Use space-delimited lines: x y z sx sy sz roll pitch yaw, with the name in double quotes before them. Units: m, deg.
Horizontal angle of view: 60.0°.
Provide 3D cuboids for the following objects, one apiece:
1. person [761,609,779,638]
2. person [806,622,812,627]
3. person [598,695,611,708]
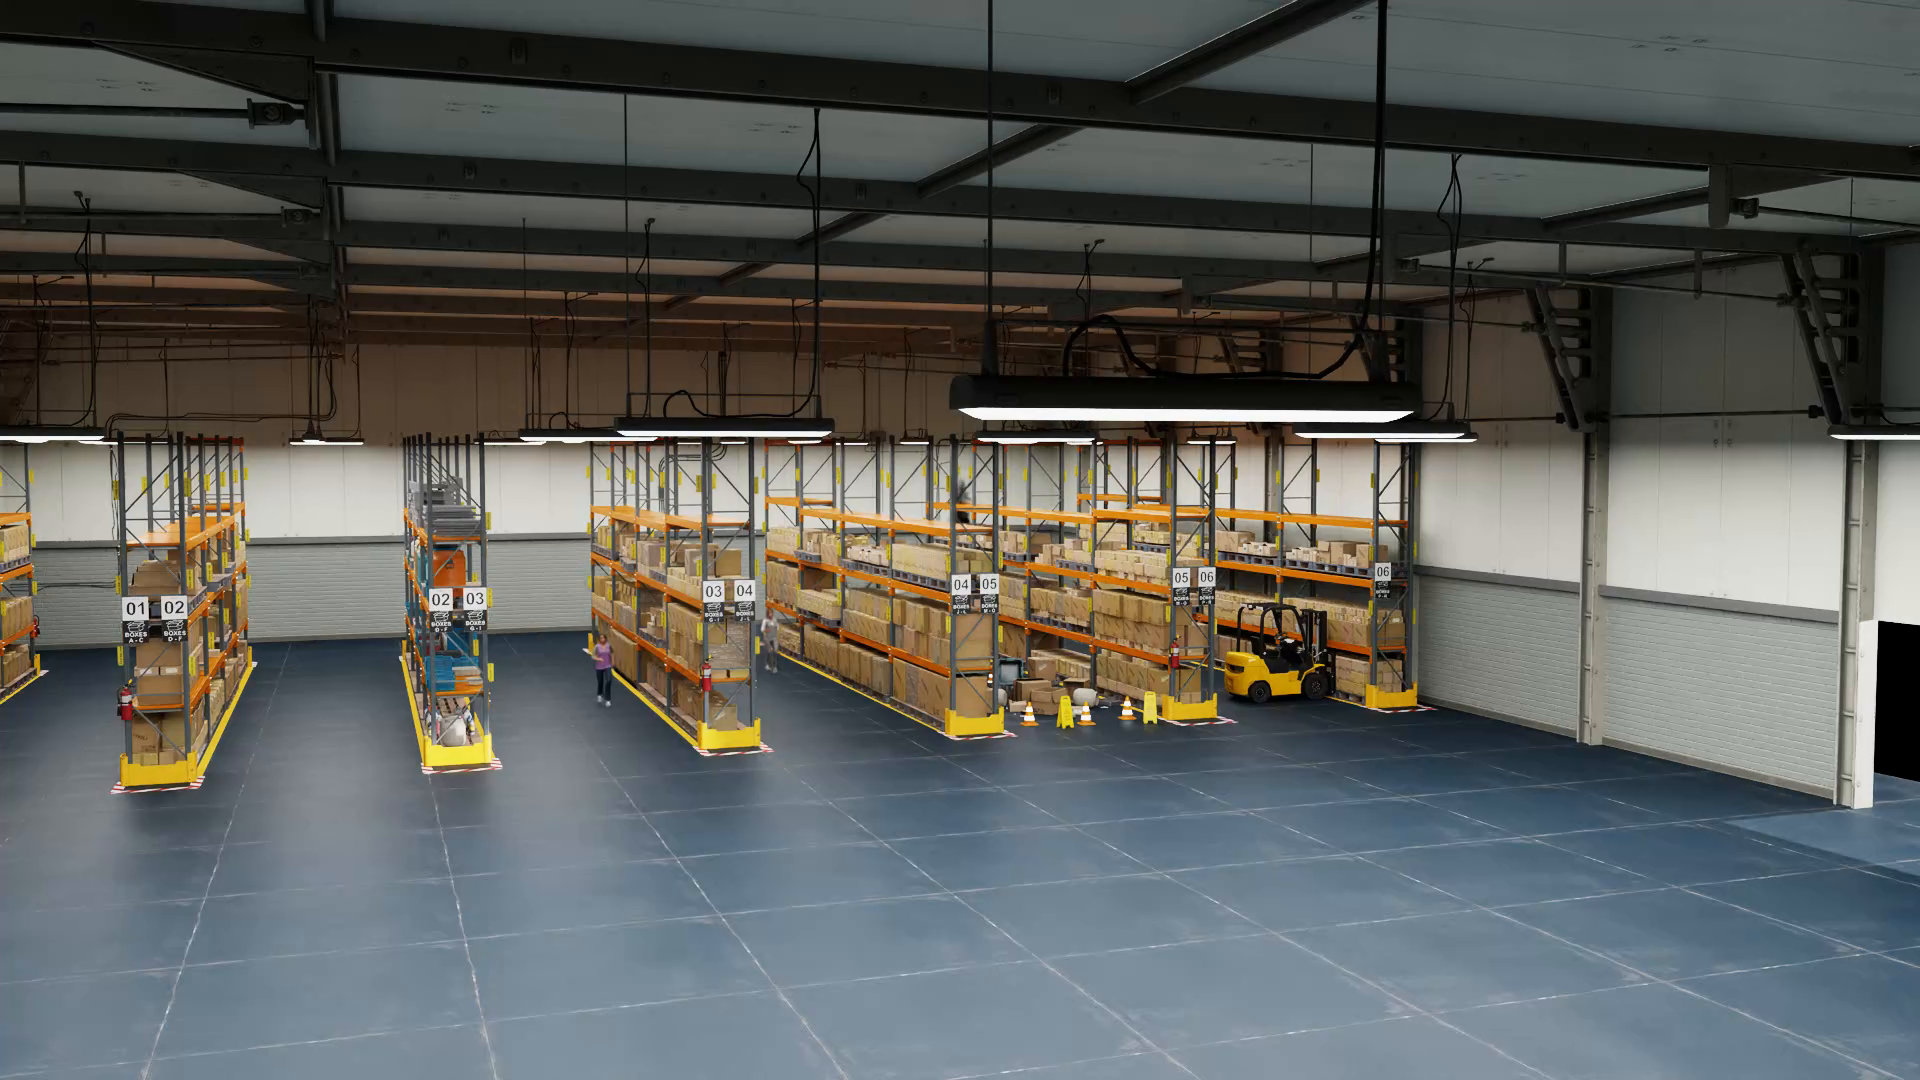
"person" -4.807 2.142 42.270 0.522 0.772 0.584 -1 3 -21
"person" -4.332 2.302 49.670 0.442 1.140 0.727 -3 4 -45
"person" -7.919 3.547 36.986 0.224 0.286 0.806 -1 3 -19
